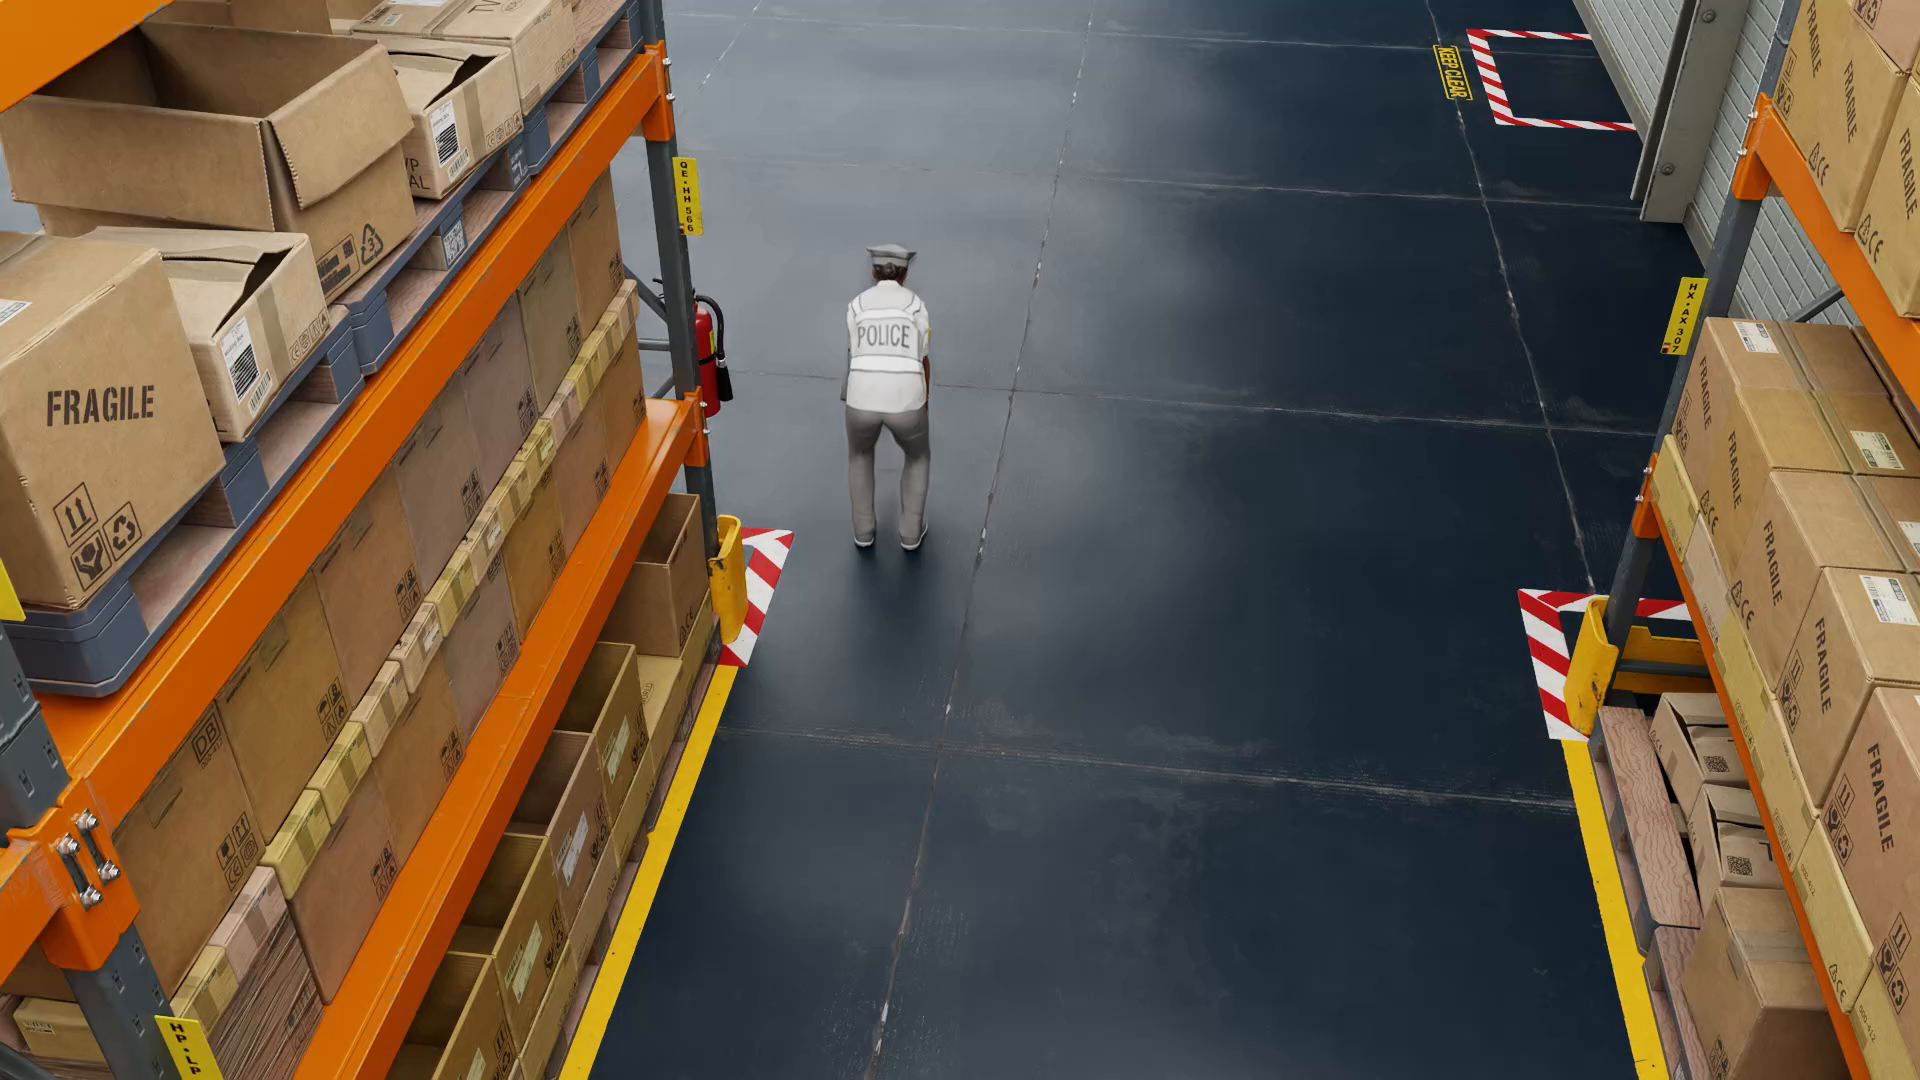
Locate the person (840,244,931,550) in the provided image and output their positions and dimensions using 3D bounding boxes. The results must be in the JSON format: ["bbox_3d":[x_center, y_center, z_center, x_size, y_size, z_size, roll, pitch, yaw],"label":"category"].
[{"bbox_3d":[-0.344,-0.701,8.202,0.414,1.422,0.810,3,36,4],"label":"person"}]
